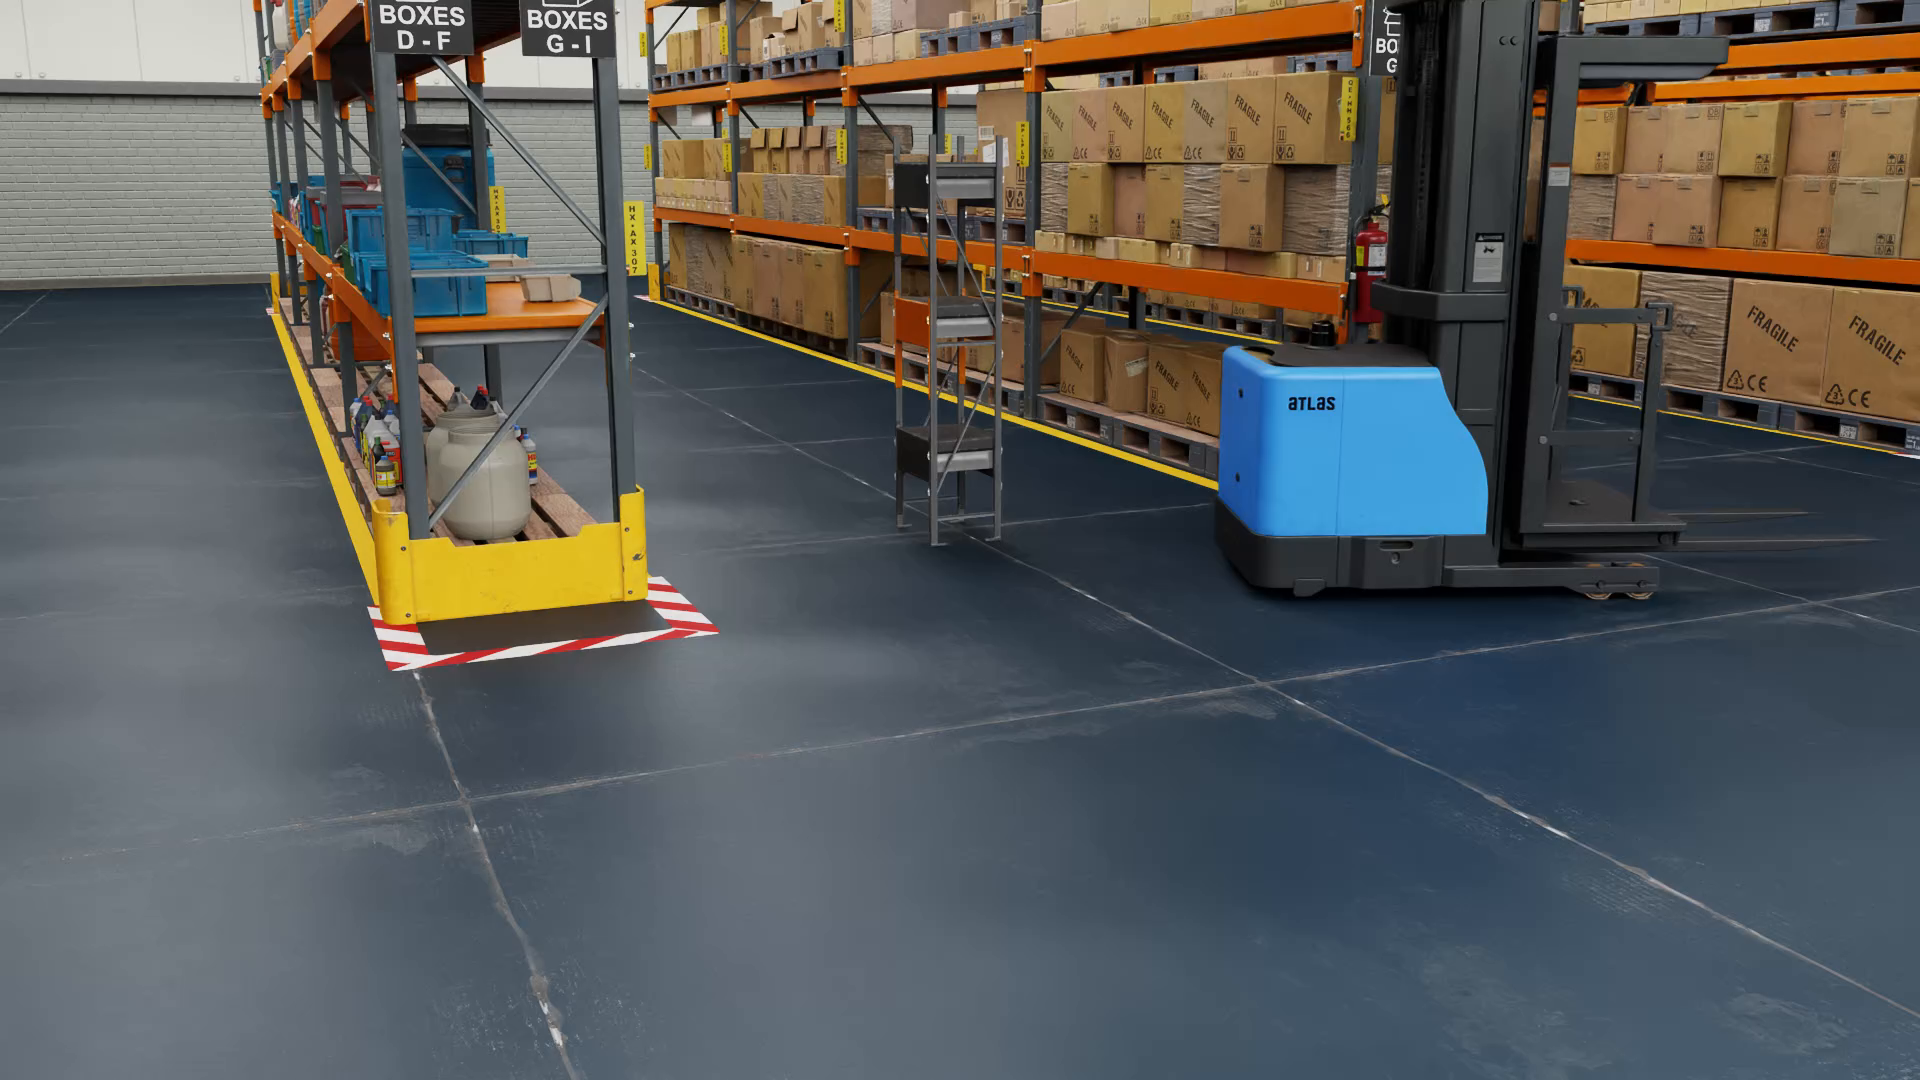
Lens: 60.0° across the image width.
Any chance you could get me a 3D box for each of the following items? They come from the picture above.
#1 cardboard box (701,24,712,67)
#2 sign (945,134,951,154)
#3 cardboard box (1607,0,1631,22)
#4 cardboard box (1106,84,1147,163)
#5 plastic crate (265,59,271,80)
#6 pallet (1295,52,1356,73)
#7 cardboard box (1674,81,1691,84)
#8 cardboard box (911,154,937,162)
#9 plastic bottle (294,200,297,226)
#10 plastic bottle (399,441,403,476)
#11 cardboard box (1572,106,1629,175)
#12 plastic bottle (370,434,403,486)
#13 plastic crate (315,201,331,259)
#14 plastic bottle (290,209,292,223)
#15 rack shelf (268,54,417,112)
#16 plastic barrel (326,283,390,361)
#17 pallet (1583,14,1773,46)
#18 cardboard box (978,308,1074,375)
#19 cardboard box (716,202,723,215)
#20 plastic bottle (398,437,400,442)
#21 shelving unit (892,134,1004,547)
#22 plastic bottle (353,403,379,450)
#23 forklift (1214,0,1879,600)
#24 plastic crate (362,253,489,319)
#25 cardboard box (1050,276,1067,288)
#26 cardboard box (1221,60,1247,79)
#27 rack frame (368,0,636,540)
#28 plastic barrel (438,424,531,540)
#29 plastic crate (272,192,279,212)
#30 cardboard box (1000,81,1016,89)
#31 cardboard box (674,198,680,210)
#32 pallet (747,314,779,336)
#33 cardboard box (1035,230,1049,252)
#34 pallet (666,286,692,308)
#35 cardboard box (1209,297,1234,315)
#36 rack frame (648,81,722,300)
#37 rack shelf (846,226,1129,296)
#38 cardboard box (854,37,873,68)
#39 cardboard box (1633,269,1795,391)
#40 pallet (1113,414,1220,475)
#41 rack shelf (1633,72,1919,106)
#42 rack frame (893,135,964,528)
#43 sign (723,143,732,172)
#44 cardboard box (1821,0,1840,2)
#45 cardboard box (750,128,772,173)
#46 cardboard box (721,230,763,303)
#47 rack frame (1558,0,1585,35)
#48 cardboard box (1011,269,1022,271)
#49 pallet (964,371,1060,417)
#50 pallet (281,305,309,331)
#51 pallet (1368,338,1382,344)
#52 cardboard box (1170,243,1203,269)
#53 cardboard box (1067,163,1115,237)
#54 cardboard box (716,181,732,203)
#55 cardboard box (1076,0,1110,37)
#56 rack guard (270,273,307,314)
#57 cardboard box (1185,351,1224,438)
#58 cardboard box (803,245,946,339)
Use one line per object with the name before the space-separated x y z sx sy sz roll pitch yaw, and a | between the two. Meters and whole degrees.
cardboard box | -2.809 -6.119 20.630 0.700 0.500 0.500 -5 14 -20
sign | -0.134 -3.838 16.409 0.100 0.325 0.005 -6 14 -23
cardboard box | 5.500 -4.295 13.529 0.380 0.149 0.250 -6 14 -23
cardboard box | 1.324 -2.794 11.189 0.500 0.500 0.500 -6 14 -23
plastic crate | -7.214 -5.059 17.894 0.450 0.188 0.662 -6 14 -23
pallet | 4.264 -4.930 17.285 1.213 0.211 1.003 -5 14 -20
cardboard box | 8.526 -5.420 19.279 0.396 0.266 0.258 -6 14 -23
cardboard box | -0.059 -3.301 15.326 0.700 0.500 0.500 -3 13 -15
plastic bottle | -6.468 -3.211 16.367 0.152 0.276 0.135 -6 14 -23
plastic bottle | -3.077 -0.457 9.239 0.061 0.283 0.133 -6 14 -23
cardboard box | 5.676 -3.382 14.104 0.875 0.550 0.550 -6 14 -23
plastic bottle | -3.174 -0.443 9.198 0.152 0.276 0.135 -6 14 -23
plastic crate | -4.290 -2.180 11.672 0.392 0.384 0.575 -6 14 -23
plastic bottle | -6.895 -3.380 17.262 0.097 0.201 0.097 0 13 0
rack shelf | -5.967 -4.338 15.906 1.077 0.370 4.000 -6 14 -23
plastic barrel | -5.377 -2.061 15.005 0.600 0.830 0.708 -6 14 -23
pallet | 5.878 -4.111 13.523 1.003 0.211 1.213 -6 14 -23
cardboard box | 0.575 -1.661 13.962 0.700 0.500 0.500 -6 14 -23
cardboard box | -2.755 -4.052 20.284 0.380 0.149 0.250 -5 14 -22
plastic bottle | -3.207 -0.489 9.562 0.097 0.201 0.097 0 13 0
shelving unit | -0.066 -1.057 8.781 0.431 2.100 0.503 -6 14 -23
plastic bottle | -3.683 -0.706 10.331 0.152 0.276 0.135 -5 14 -21
forklift | 2.832 -1.270 7.858 3.031 2.935 1.130 -1 13 -3
plastic crate | -2.436 -1.165 7.583 0.499 0.251 0.616 -6 14 -23
cardboard box | 1.472 -3.595 23.142 0.380 0.149 0.250 -6 14 -23
cardboard box | 3.284 -5.396 18.658 0.500 0.500 0.500 -6 14 -23
rack frame | -1.961 -1.162 7.236 1.000 3.000 0.127 -6 14 -23
plastic barrel | -2.295 -0.283 8.027 0.421 0.512 0.421 0 13 0
plastic crate | -8.045 -4.062 20.007 0.416 0.233 0.300 -6 14 -23
cardboard box | 0.906 -6.505 24.004 0.500 0.250 0.500 -5 14 -21
cardboard box | -3.579 -4.477 22.118 0.380 0.149 0.250 -6 14 -24
pallet | -1.851 -2.577 19.536 1.003 0.211 1.213 -6 14 -23
cardboard box | 0.786 -2.241 12.459 0.380 0.149 0.250 -6 14 -23
pallet | -3.440 -3.398 23.083 1.003 0.211 1.213 -6 14 -23
cardboard box | 3.250 -2.896 19.341 0.500 0.500 0.500 -5 14 -21
rack frame | -3.832 -4.915 23.452 1.000 3.000 0.127 -6 14 -23
rack shelf | 0.174 -2.498 14.606 1.077 0.370 4.000 -6 14 -23
cardboard box | -0.672 -4.530 15.470 0.500 0.250 0.500 -5 14 -22
cardboard box | 6.113 -1.710 13.385 0.875 0.875 0.875 -6 14 -23
pallet | 1.769 -0.689 11.378 1.003 0.211 1.213 -6 14 -23
rack shelf | 9.254 -4.854 18.135 1.077 0.370 4.000 -6 14 -23
rack frame | -0.164 -1.108 8.999 0.400 2.100 0.015 -6 14 -23
sign | -2.737 -4.498 19.557 0.100 0.325 0.005 -6 14 -23
cardboard box | 6.311 -3.877 11.719 0.380 0.149 0.250 -6 14 -24
cardboard box | -1.966 -4.494 19.190 0.797 0.503 0.637 -6 14 -24
cardboard box | -2.421 -3.401 20.694 0.875 0.875 0.875 -6 14 -23
rack frame | 5.560 -5.785 13.909 1.000 3.000 0.127 -6 14 -23
cardboard box | 0.968 -4.004 24.248 0.380 0.149 0.250 -5 14 -21
pallet | 0.662 -1.237 13.749 1.003 0.211 1.213 -6 14 -23
pallet | -7.590 -2.683 19.994 1.003 0.211 1.213 -6 14 -23
pallet | 4.689 -1.909 16.650 1.003 0.211 1.213 -6 14 -23
cardboard box | 1.577 -1.827 10.669 0.380 0.149 0.250 -6 14 -23
cardboard box | 1.267 -2.424 11.809 0.875 0.500 0.500 -6 14 -23
cardboard box | -2.647 -4.227 20.156 0.500 0.250 0.500 -6 14 -24
cardboard box | 1.137 -3.599 11.446 0.500 0.250 0.500 -6 14 -23
rack guard | -8.392 -3.253 21.817 1.175 0.500 0.348 -6 14 -23
cardboard box | 1.838 -0.978 11.054 0.500 0.500 0.500 -4 14 -18
cardboard box | -0.885 -2.576 17.127 1.225 0.875 0.875 -6 14 -26
